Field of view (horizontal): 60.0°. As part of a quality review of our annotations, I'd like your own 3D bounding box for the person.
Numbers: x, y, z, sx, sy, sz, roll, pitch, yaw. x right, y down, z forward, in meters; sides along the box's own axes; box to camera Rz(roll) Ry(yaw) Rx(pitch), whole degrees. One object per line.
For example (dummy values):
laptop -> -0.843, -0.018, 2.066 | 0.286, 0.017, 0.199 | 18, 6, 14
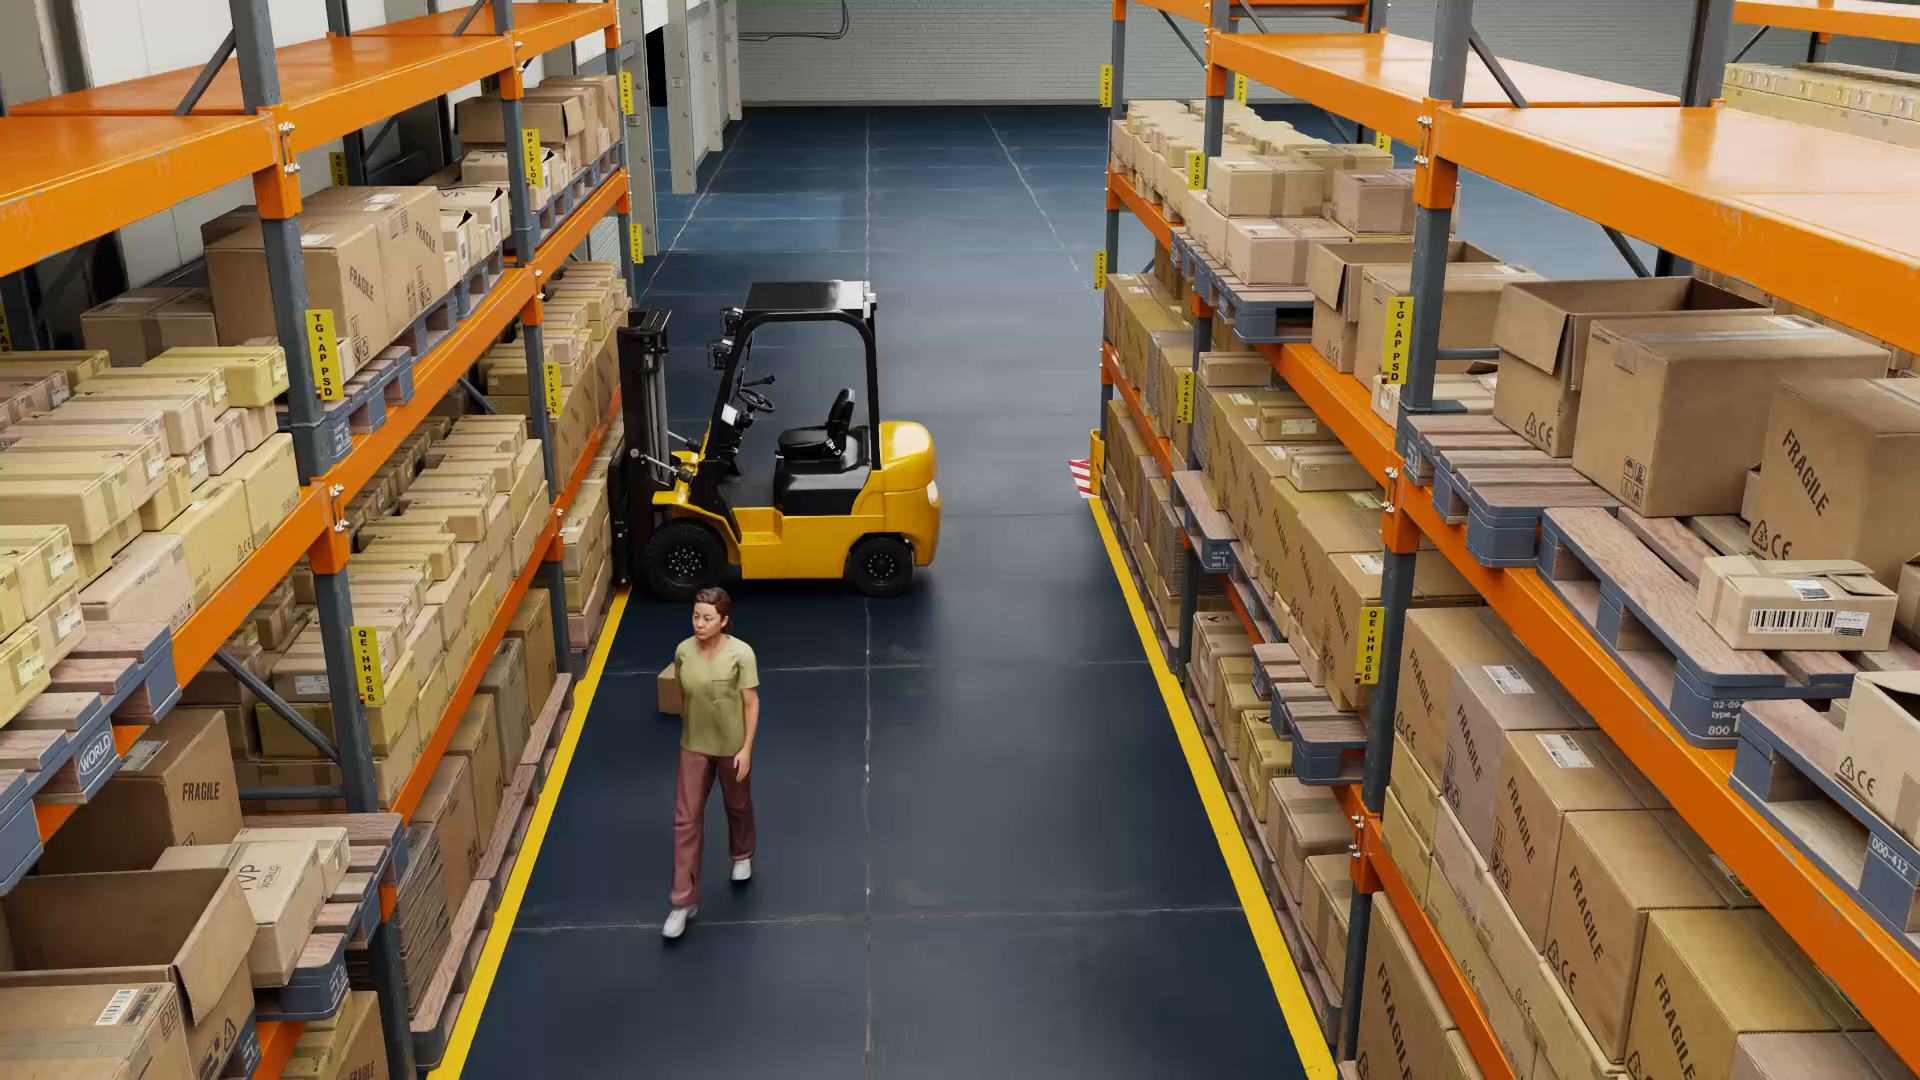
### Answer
person -> -1.220, 1.061, 8.203 | 0.452, 1.636, 0.868 | 2, 21, 4
